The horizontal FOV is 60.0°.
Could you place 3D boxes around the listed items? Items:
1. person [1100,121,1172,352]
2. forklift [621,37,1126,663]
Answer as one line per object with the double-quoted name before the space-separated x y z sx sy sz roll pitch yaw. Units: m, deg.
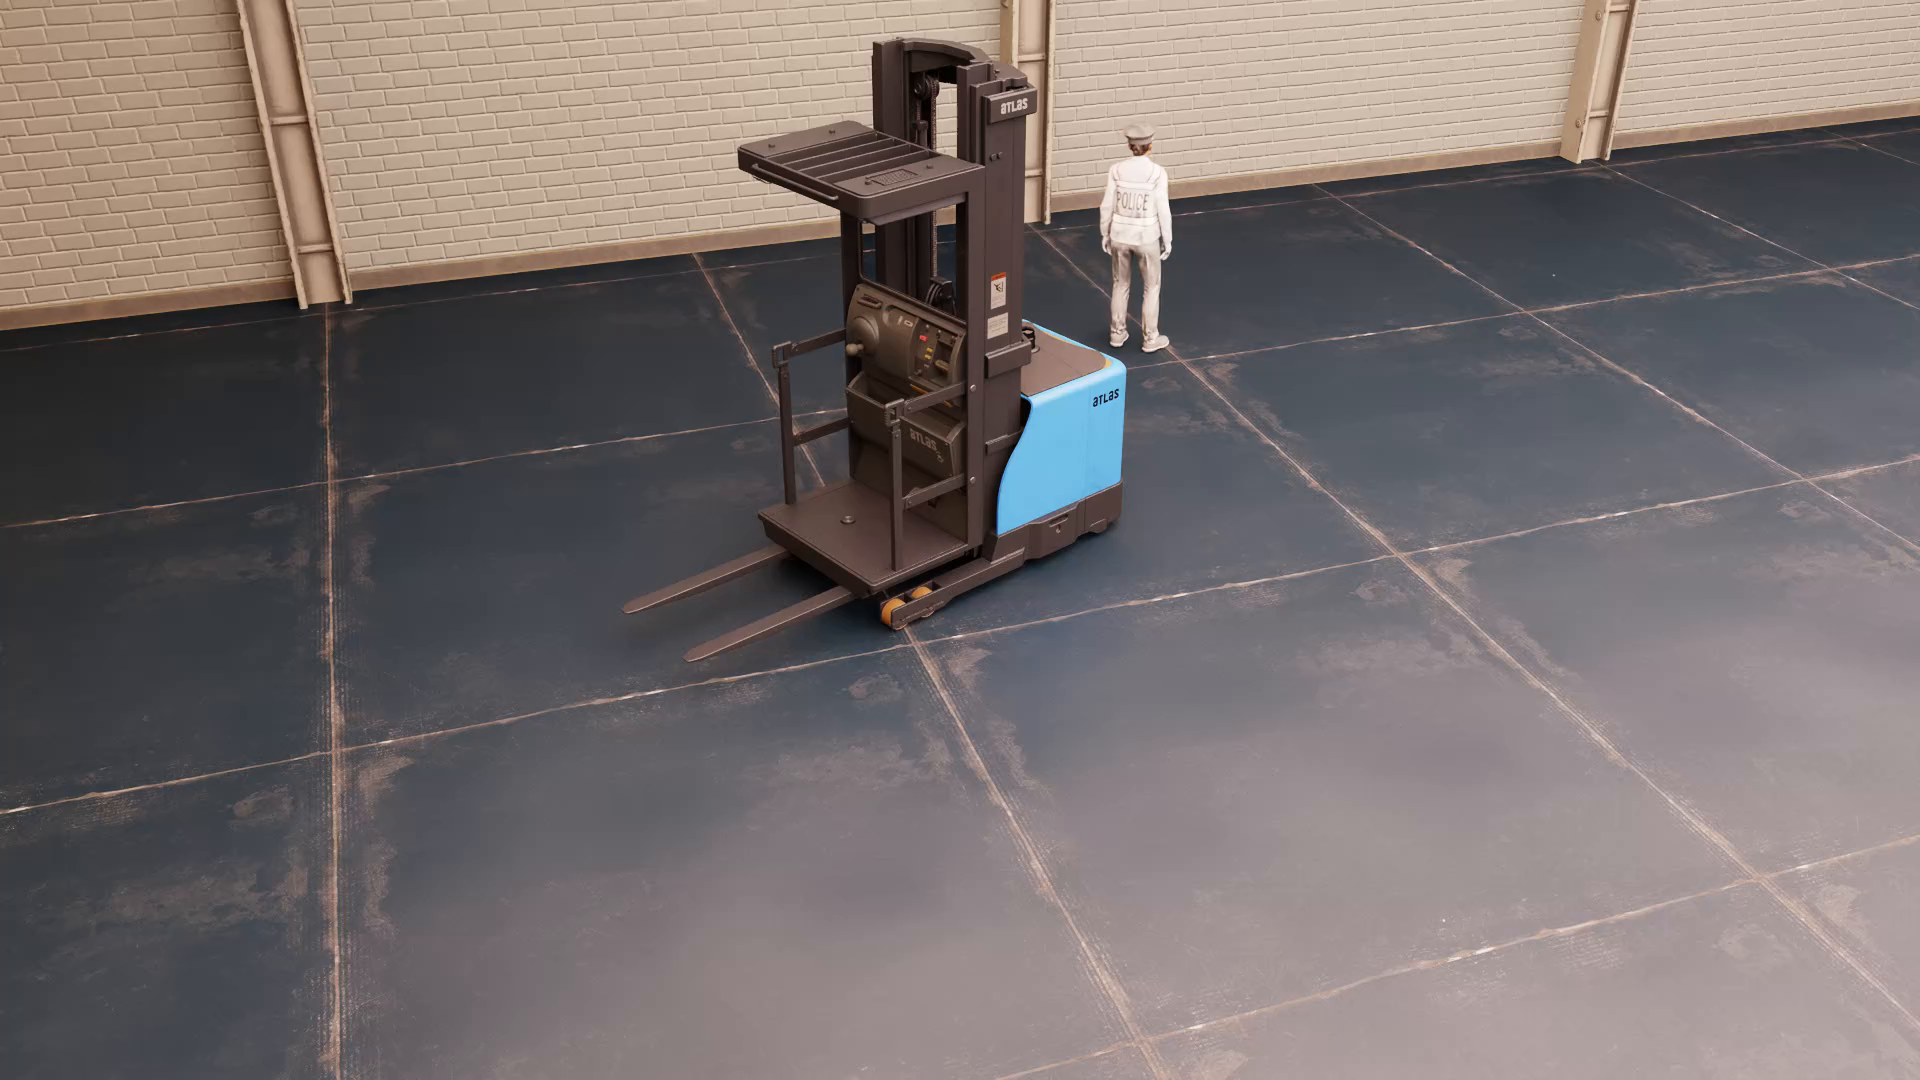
"person" 1.289 -2.200 12.182 0.547 1.665 0.373 11 32 19
"forklift" -0.461 -1.072 8.951 3.031 2.935 1.130 -23 37 -34
